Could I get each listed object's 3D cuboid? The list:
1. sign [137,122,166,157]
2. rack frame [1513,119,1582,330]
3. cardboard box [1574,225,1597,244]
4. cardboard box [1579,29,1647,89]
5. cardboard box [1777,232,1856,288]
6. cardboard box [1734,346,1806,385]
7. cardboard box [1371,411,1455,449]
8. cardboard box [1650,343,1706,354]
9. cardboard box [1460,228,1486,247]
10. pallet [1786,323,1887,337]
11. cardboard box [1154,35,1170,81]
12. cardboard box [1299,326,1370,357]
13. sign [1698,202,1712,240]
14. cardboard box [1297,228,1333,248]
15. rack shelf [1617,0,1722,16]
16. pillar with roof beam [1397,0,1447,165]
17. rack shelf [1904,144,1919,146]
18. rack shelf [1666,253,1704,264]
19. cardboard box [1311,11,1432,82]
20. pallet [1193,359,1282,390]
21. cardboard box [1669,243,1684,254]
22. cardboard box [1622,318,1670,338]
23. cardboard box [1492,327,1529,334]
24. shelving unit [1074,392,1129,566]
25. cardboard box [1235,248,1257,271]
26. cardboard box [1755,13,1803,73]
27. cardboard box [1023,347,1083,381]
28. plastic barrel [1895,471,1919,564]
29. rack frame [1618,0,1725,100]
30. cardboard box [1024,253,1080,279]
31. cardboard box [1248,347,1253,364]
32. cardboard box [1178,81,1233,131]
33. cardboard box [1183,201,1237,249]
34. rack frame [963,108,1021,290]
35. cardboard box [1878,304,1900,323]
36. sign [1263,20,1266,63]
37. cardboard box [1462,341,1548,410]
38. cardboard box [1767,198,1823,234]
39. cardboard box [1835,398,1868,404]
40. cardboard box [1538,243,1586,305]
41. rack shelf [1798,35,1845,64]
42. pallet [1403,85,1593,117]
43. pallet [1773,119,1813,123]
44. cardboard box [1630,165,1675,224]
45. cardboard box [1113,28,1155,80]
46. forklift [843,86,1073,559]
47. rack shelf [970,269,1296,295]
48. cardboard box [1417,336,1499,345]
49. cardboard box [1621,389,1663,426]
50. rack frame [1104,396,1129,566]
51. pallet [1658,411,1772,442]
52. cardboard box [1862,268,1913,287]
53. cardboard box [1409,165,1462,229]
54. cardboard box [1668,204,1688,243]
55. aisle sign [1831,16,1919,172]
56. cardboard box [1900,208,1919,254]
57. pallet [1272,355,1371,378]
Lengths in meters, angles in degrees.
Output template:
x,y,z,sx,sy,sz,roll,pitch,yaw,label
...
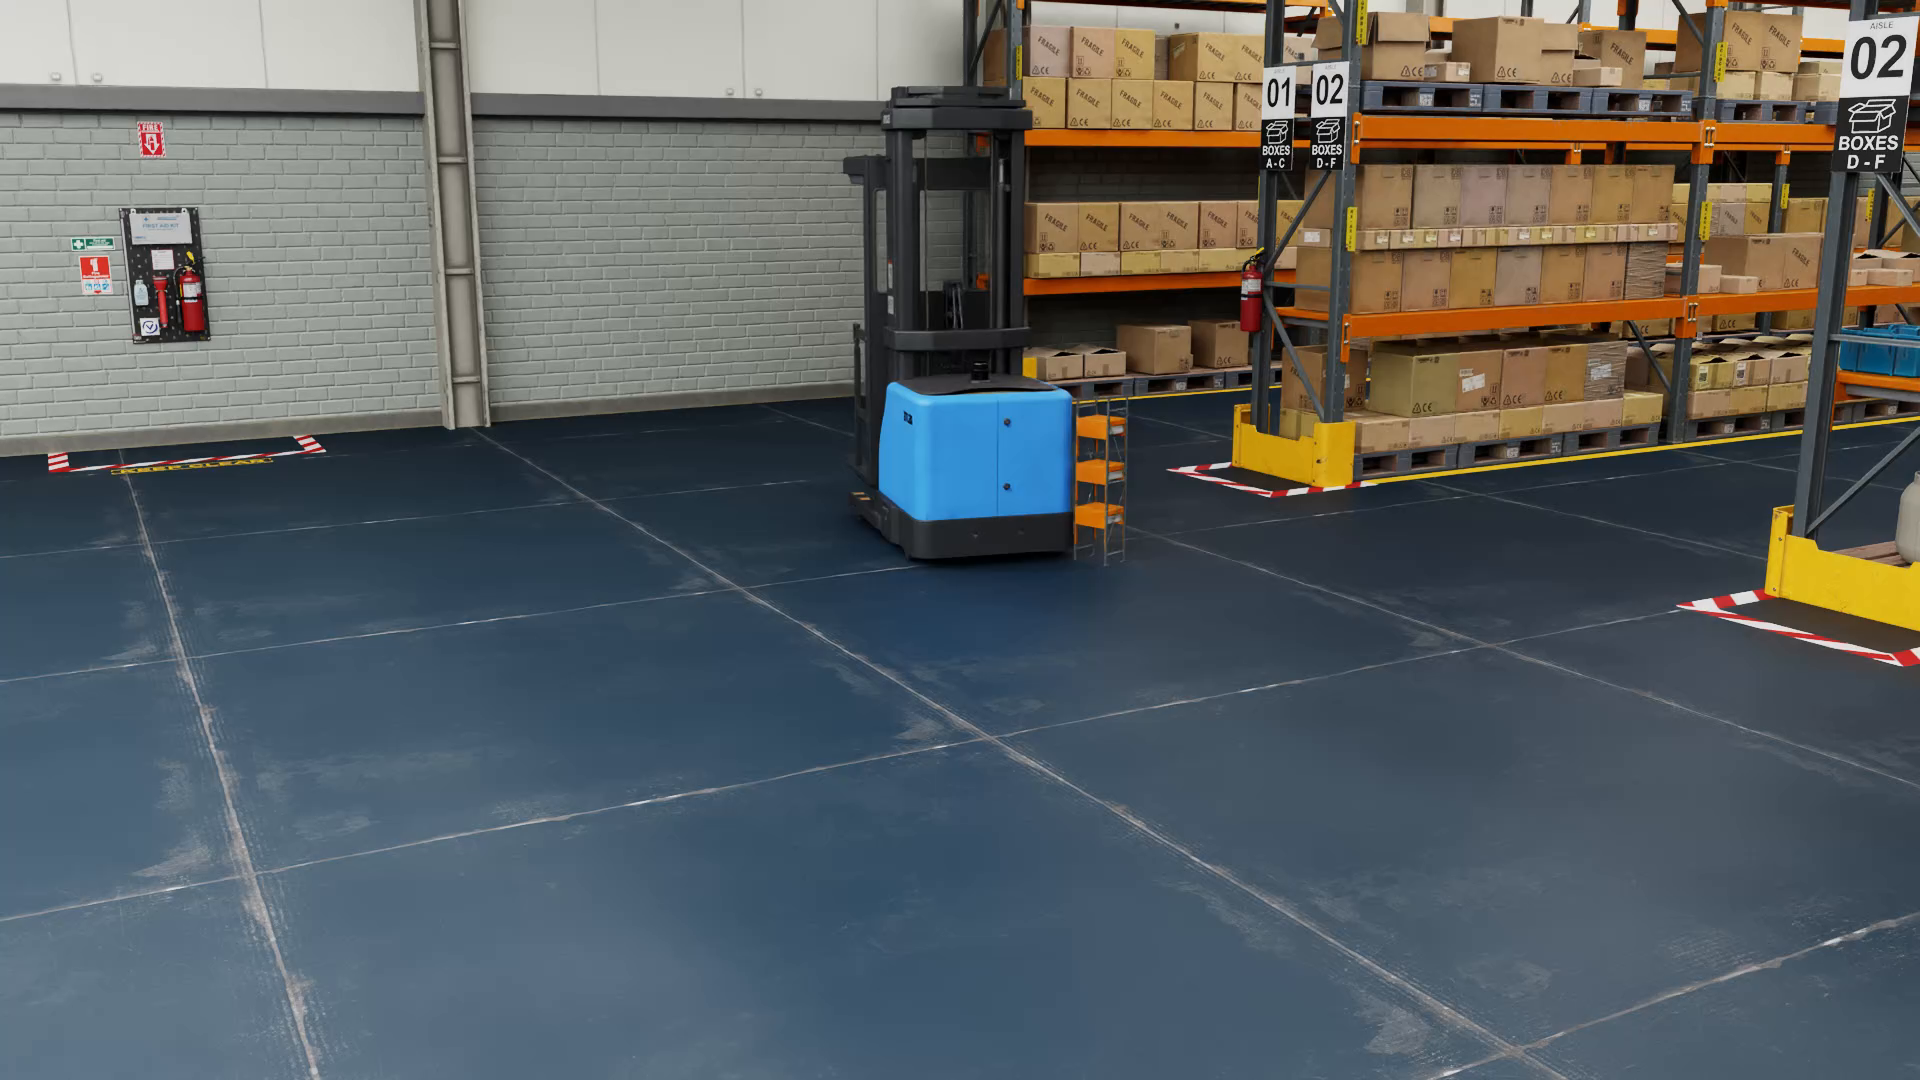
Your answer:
x,y,z,sx,sy,sz,roll,pitch,yaw,label
-6.986,-3.459,14.368,0.199,0.298,0.001,-7,14,-28,sign
7.344,-3.795,21.140,0.127,3.000,1.000,-7,14,-28,rack frame
5.180,-2.608,14.163,0.250,0.149,0.380,-7,14,-28,cardboard box
5.642,-4.203,14.618,0.500,0.500,0.500,-6,14,-23,cardboard box
8.256,-2.710,16.090,0.500,0.500,0.500,-8,15,-31,cardboard box
7.588,-1.659,15.676,0.500,0.311,0.500,-7,15,-30,cardboard box
3.714,-0.929,13.713,0.500,0.250,0.500,-7,14,-28,cardboard box
6.882,-1.711,15.907,0.500,0.311,0.500,-6,14,-26,cardboard box
4.052,-2.473,13.561,0.250,0.149,0.380,-7,15,-30,cardboard box
12.632,-3.049,24.178,1.213,0.211,1.003,-7,14,-28,pallet
1.938,-5.217,18.078,0.500,0.500,0.500,-7,14,-28,cardboard box
4.472,-2.450,19.854,0.500,0.500,0.700,-6,14,-26,cardboard box
6.478,-2.774,14.451,0.005,0.325,0.100,-7,14,-28,sign
2.943,-2.441,13.419,0.250,0.149,0.380,-7,15,-29,cardboard box
4.455,-4.590,13.559,4.000,0.370,1.077,-7,14,-28,rack shelf
7.852,-5.922,16.928,0.400,9.000,9.100,-7,14,-28,pillar with roof beam
11.477,-4.163,17.584,4.000,0.370,1.077,-7,14,-28,rack shelf
9.100,-3.654,22.154,4.000,0.370,1.077,-7,14,-28,rack shelf
3.206,-3.846,13.023,0.637,0.503,0.797,-6,14,-24,cardboard box
3.261,-1.936,19.232,1.213,0.211,1.003,-7,14,-28,pallet
9.319,-3.862,21.964,0.250,0.149,0.380,-6,14,-26,cardboard box
8.825,-3.094,21.965,0.750,0.750,0.750,-7,14,-28,cardboard box
6.737,-2.704,20.985,0.500,0.500,0.700,-7,14,-27,cardboard box
0.883,-0.382,10.413,0.252,1.050,0.215,12,17,42,shelving unit
3.122,-3.152,18.577,0.500,0.250,0.500,-7,14,-28,cardboard box
7.259,-4.502,15.129,0.500,0.500,0.500,-5,14,-22,cardboard box
0.973,-1.912,17.893,0.500,0.311,0.500,-9,15,-34,cardboard box
5.610,-0.119,9.517,0.421,0.512,0.421,0,13,0,plastic barrel
6.210,-5.347,14.371,0.127,3.000,1.000,-7,14,-28,rack frame
0.903,-2.880,17.371,0.500,0.250,0.500,-7,15,-29,cardboard box
3.378,-2.144,19.257,0.250,0.166,0.380,-9,16,-35,cardboard box
2.590,-4.679,17.963,0.500,0.500,0.500,-7,15,-30,cardboard box
2.684,-3.463,18.252,0.500,0.500,0.500,-7,15,-29,cardboard box
0.322,-2.953,17.400,0.127,3.000,1.000,-7,14,-28,rack frame
13.361,-3.476,24.461,0.500,0.500,0.700,-7,14,-28,cardboard box
2.452,-3.962,13.213,0.005,0.325,0.100,-7,14,-28,sign
4.594,-1.399,14.092,0.500,0.500,0.500,-7,14,-28,cardboard box
11.339,-4.416,23.216,0.700,0.700,0.980,-7,14,-27,cardboard box
8.483,-1.494,16.224,0.500,0.250,0.500,-6,14,-27,cardboard box
4.922,-2.312,14.323,0.500,0.500,0.700,-7,14,-27,cardboard box
12.611,-6.807,23.409,4.000,0.370,1.077,-7,14,-28,rack shelf
4.404,-3.618,13.723,1.213,0.211,1.003,-7,14,-28,pallet
11.578,-5.720,23.063,1.213,0.211,1.003,-7,14,-28,pallet
5.824,-3.054,14.663,0.500,0.500,0.700,-7,14,-28,cardboard box
1.686,-5.056,17.360,0.500,0.500,0.500,-6,14,-26,cardboard box
-0.174,-1.588,11.491,1.130,2.935,3.031,-4,13,-15,forklift
2.078,-2.813,18.414,4.000,0.370,1.077,-7,14,-28,rack shelf
4.338,-1.502,14.551,0.500,0.500,0.500,-7,14,-28,cardboard box
5.908,-1.192,14.882,0.500,0.250,0.500,-7,14,-28,cardboard box
0.972,-0.363,10.332,0.008,1.050,0.200,12,17,42,rack frame
6.838,-1.144,15.714,1.213,0.211,1.003,-7,14,-28,pallet
9.064,-2.570,16.270,0.250,0.149,0.380,-7,14,-28,cardboard box
3.621,-2.789,13.489,0.500,0.500,0.700,-7,15,-29,cardboard box
9.247,-4.162,21.820,0.500,0.500,0.500,-6,14,-26,cardboard box
4.864,-2.362,8.852,0.004,0.787,0.394,-7,14,-28,aisle sign
10.220,-3.182,17.233,0.700,0.500,0.500,11,17,41,cardboard box
4.516,-2.096,19.941,1.213,0.211,1.003,-7,14,-28,pallet
